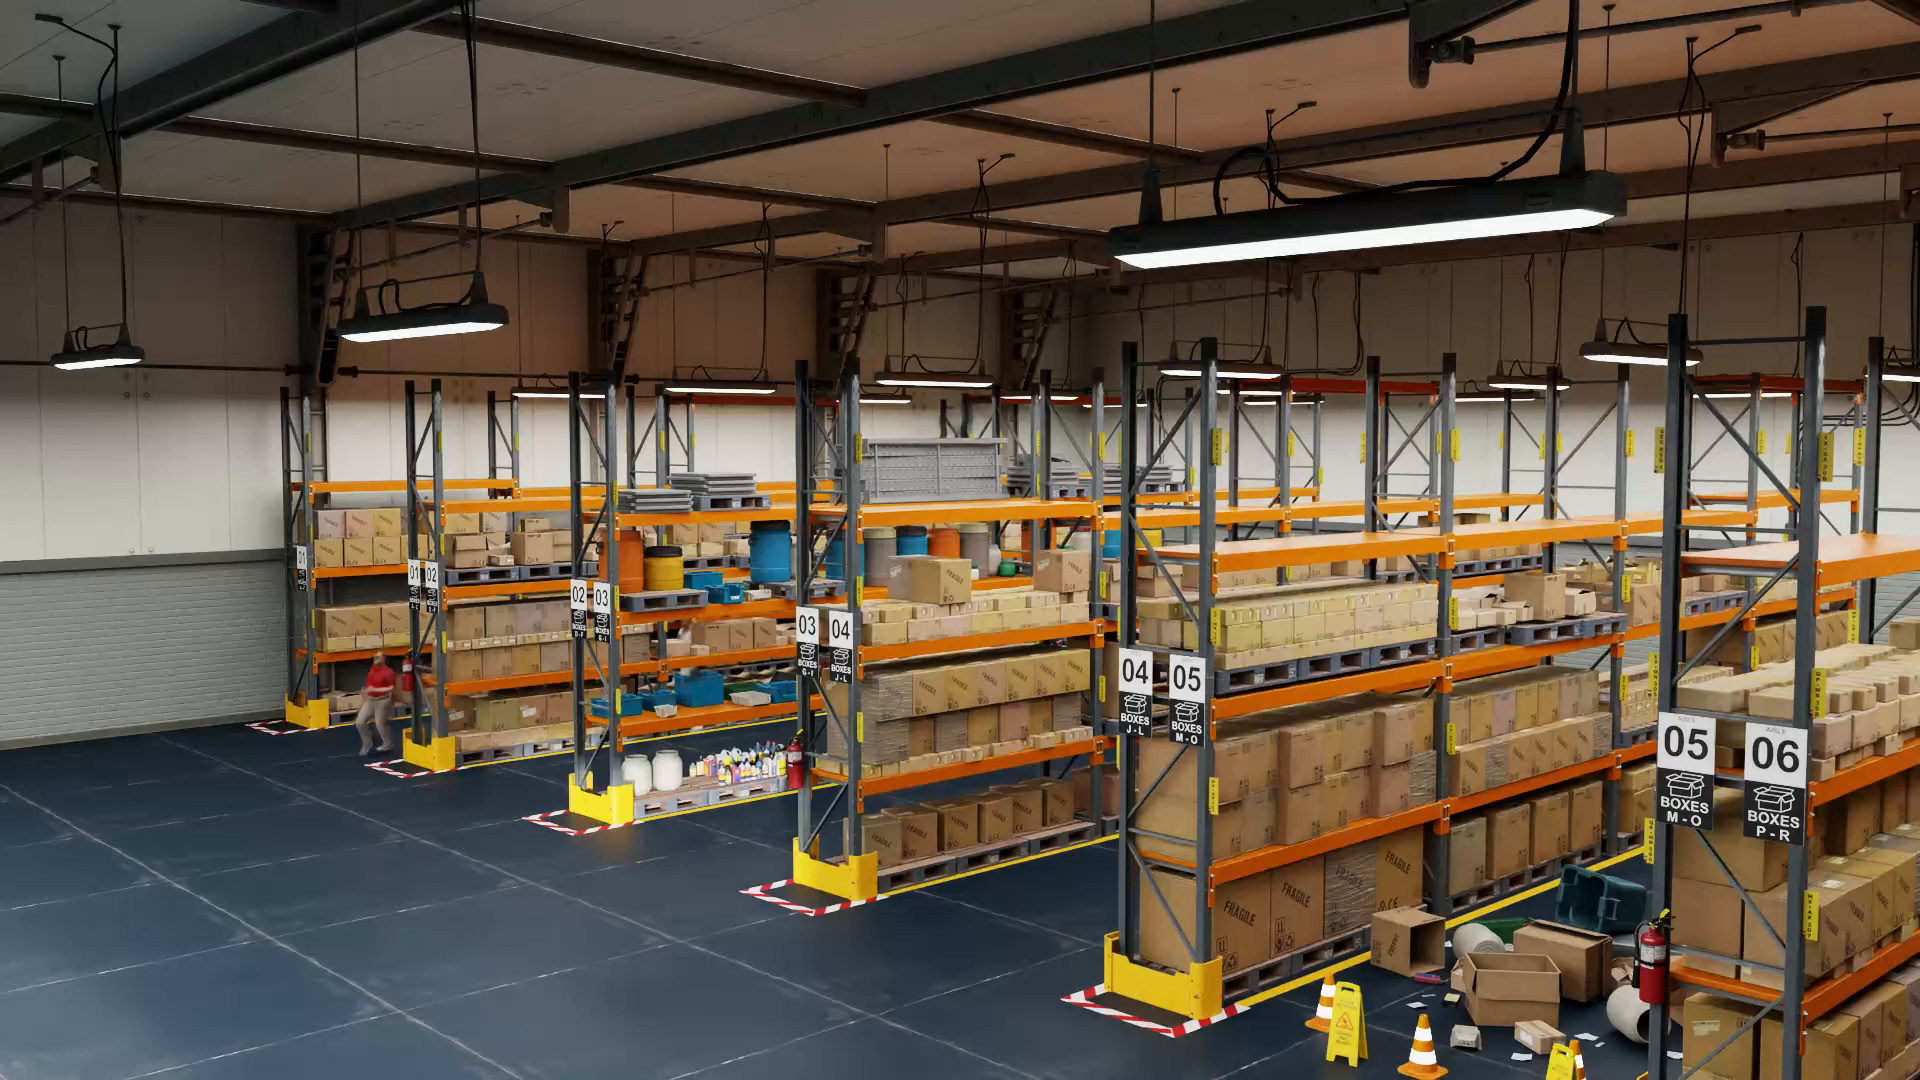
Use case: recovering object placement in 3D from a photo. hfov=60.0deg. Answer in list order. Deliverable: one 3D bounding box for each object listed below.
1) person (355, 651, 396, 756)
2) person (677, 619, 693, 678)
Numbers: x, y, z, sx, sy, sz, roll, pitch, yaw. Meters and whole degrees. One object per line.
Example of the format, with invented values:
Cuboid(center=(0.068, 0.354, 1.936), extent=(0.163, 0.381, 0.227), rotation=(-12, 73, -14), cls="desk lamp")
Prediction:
Cuboid(center=(-9.306, 2.638, 26.706), extent=(0.691, 1.753, 0.694), rotation=(2, 4, 27), cls="person")
Cuboid(center=(-5.205, 2.266, 31.528), extent=(0.628, 1.740, 0.574), rotation=(3, 5, 40), cls="person")
